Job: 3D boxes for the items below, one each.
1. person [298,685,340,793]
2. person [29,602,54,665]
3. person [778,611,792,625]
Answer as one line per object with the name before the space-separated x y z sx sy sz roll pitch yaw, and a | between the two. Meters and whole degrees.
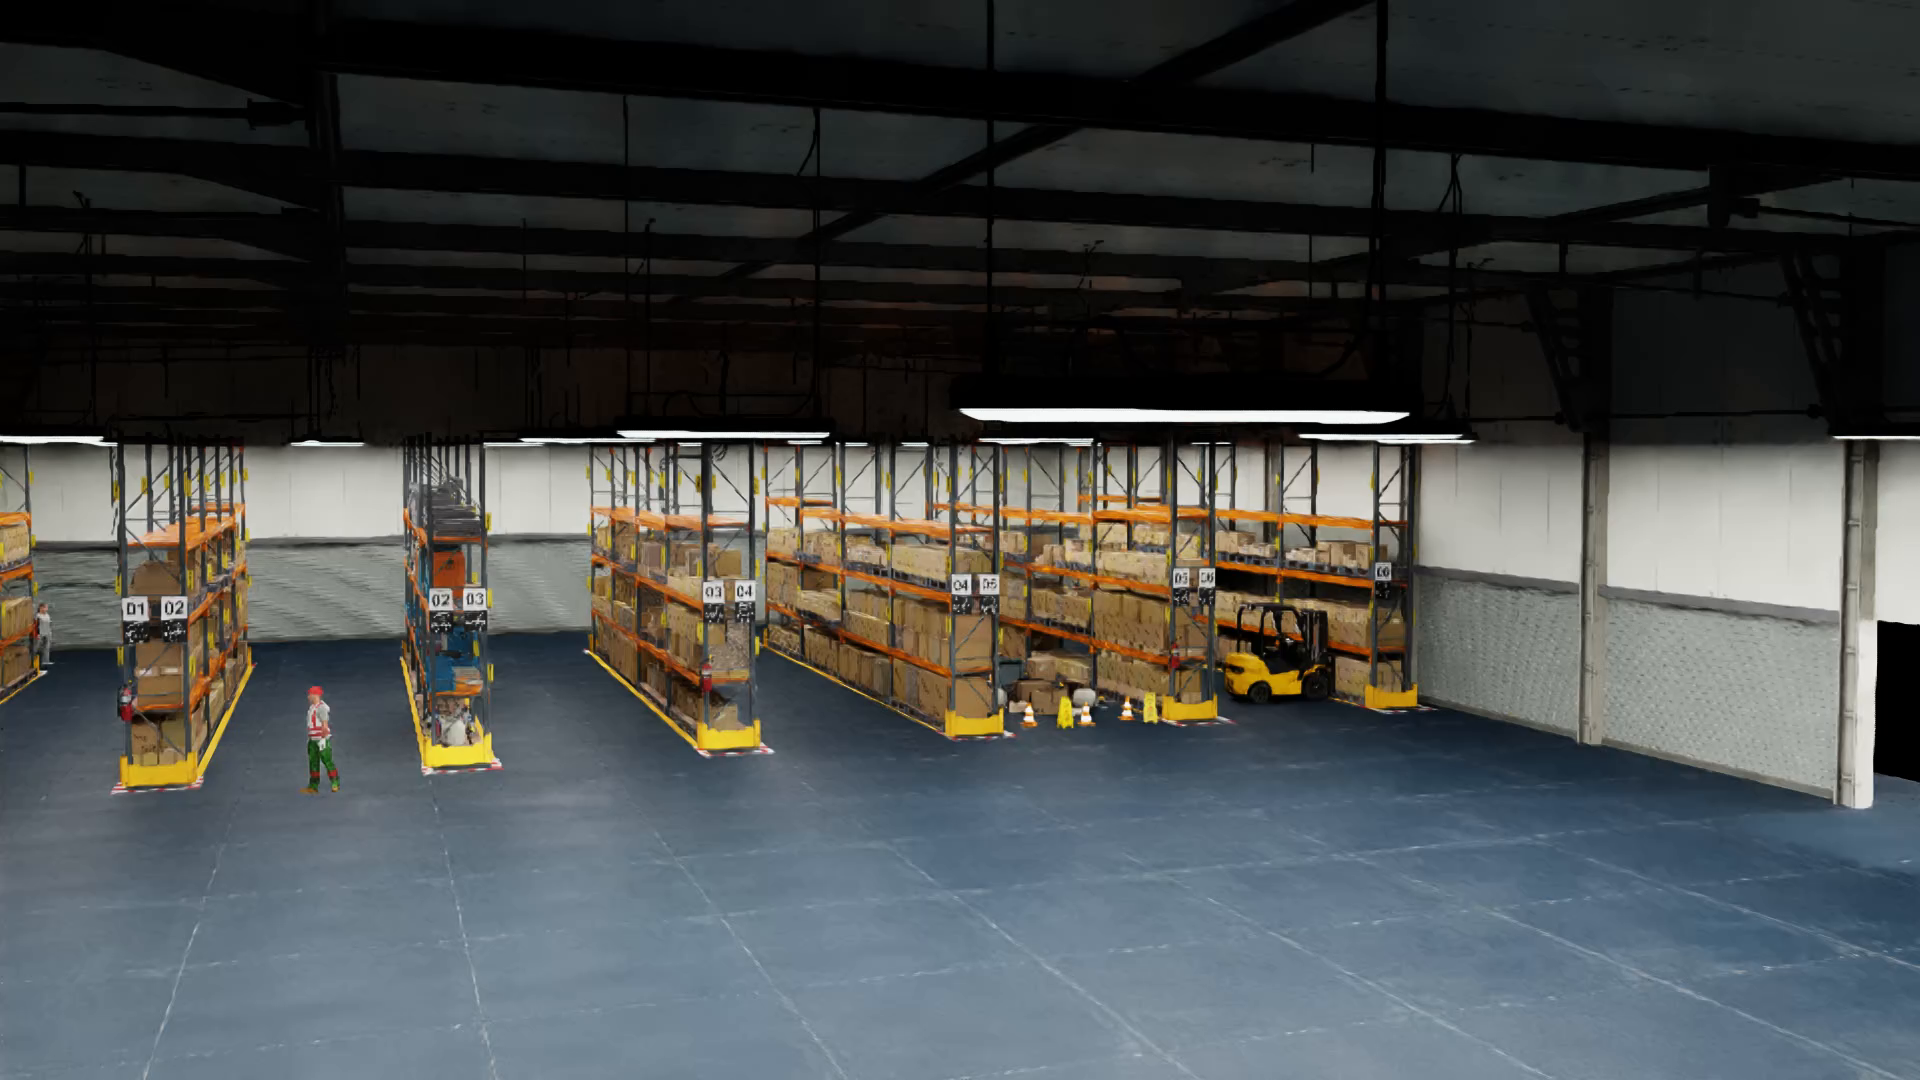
person | -10.643 3.305 27.609 0.556 1.791 0.670 -3 4 -42
person | -24.248 2.473 43.702 0.455 1.667 0.636 2 4 26
person | -5.274 2.113 50.448 0.515 1.643 0.540 1 3 17
